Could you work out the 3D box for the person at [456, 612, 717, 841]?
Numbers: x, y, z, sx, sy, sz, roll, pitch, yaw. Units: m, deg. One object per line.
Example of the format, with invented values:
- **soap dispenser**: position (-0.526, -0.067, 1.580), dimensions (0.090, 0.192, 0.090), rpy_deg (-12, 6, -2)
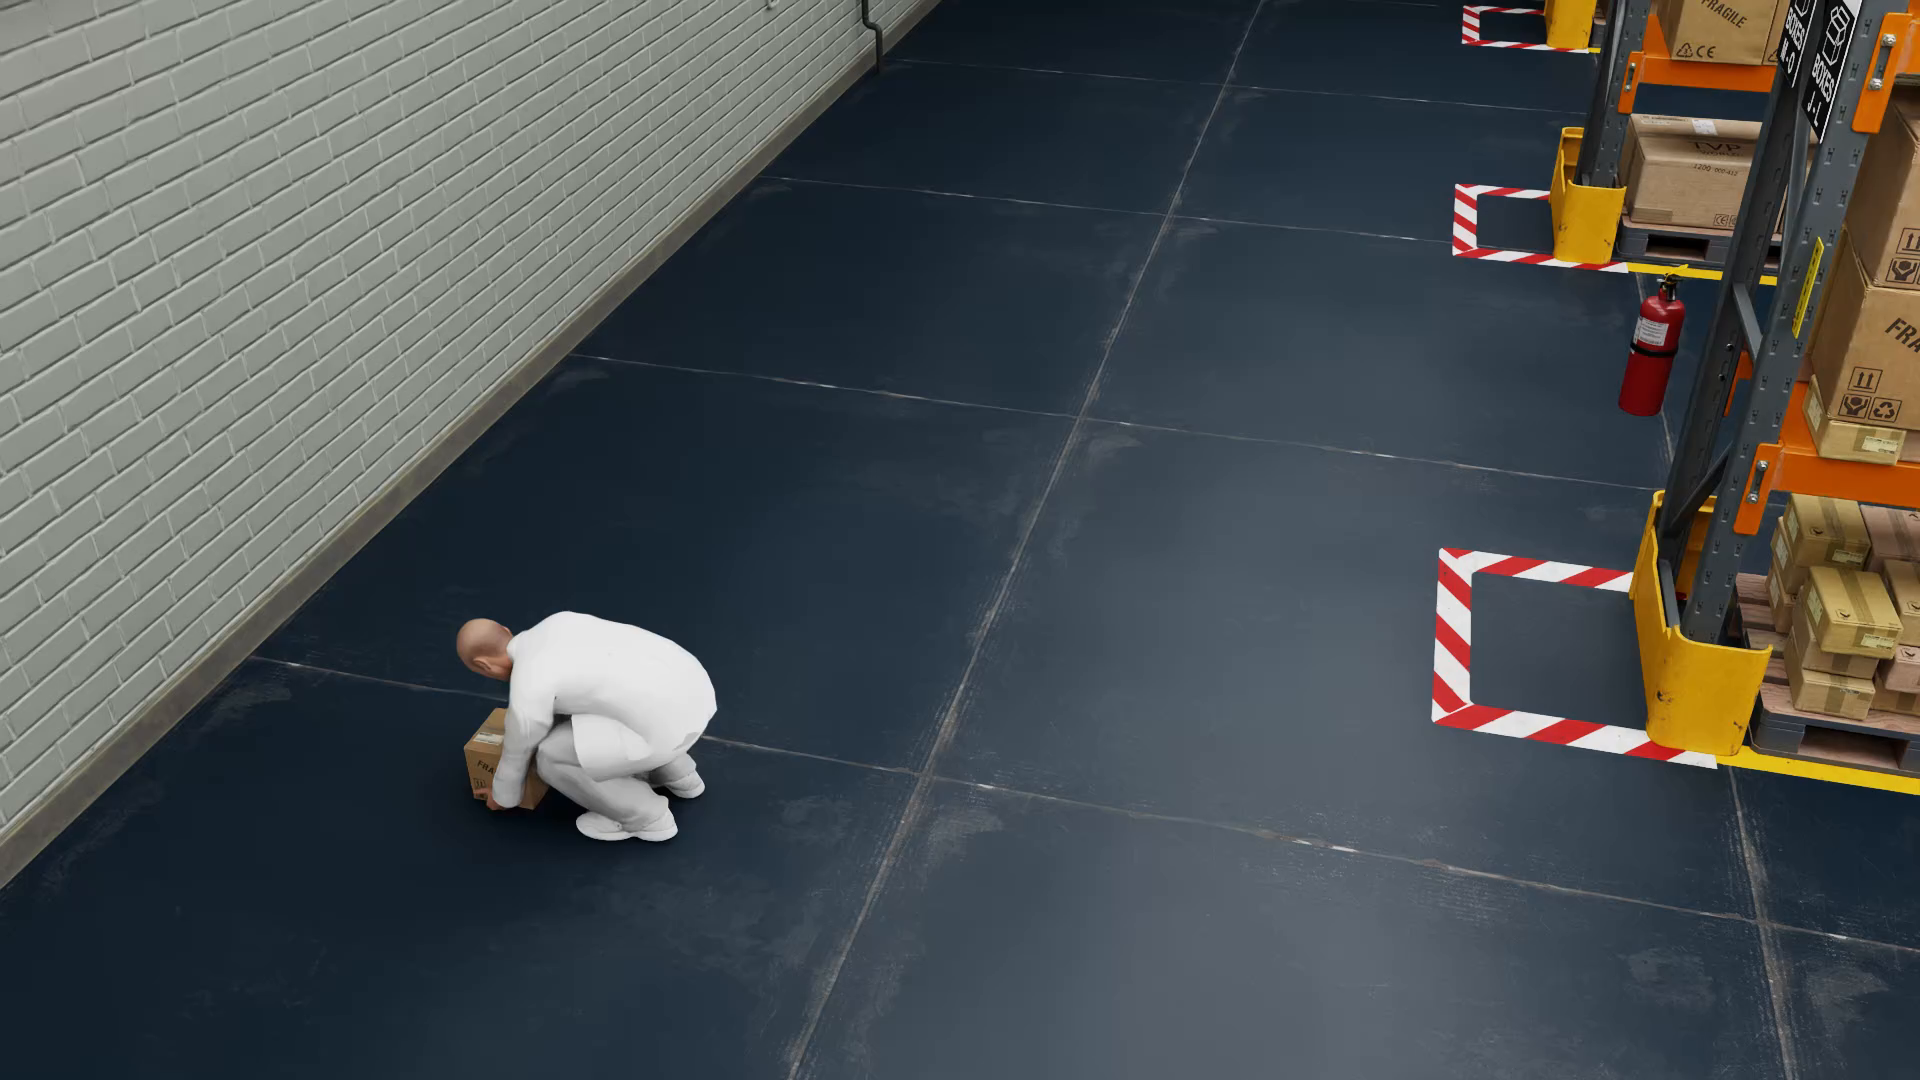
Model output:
- **person**: position (-1.342, 0.668, 6.066), dimensions (0.938, 0.816, 0.577), rpy_deg (7, 33, 11)
